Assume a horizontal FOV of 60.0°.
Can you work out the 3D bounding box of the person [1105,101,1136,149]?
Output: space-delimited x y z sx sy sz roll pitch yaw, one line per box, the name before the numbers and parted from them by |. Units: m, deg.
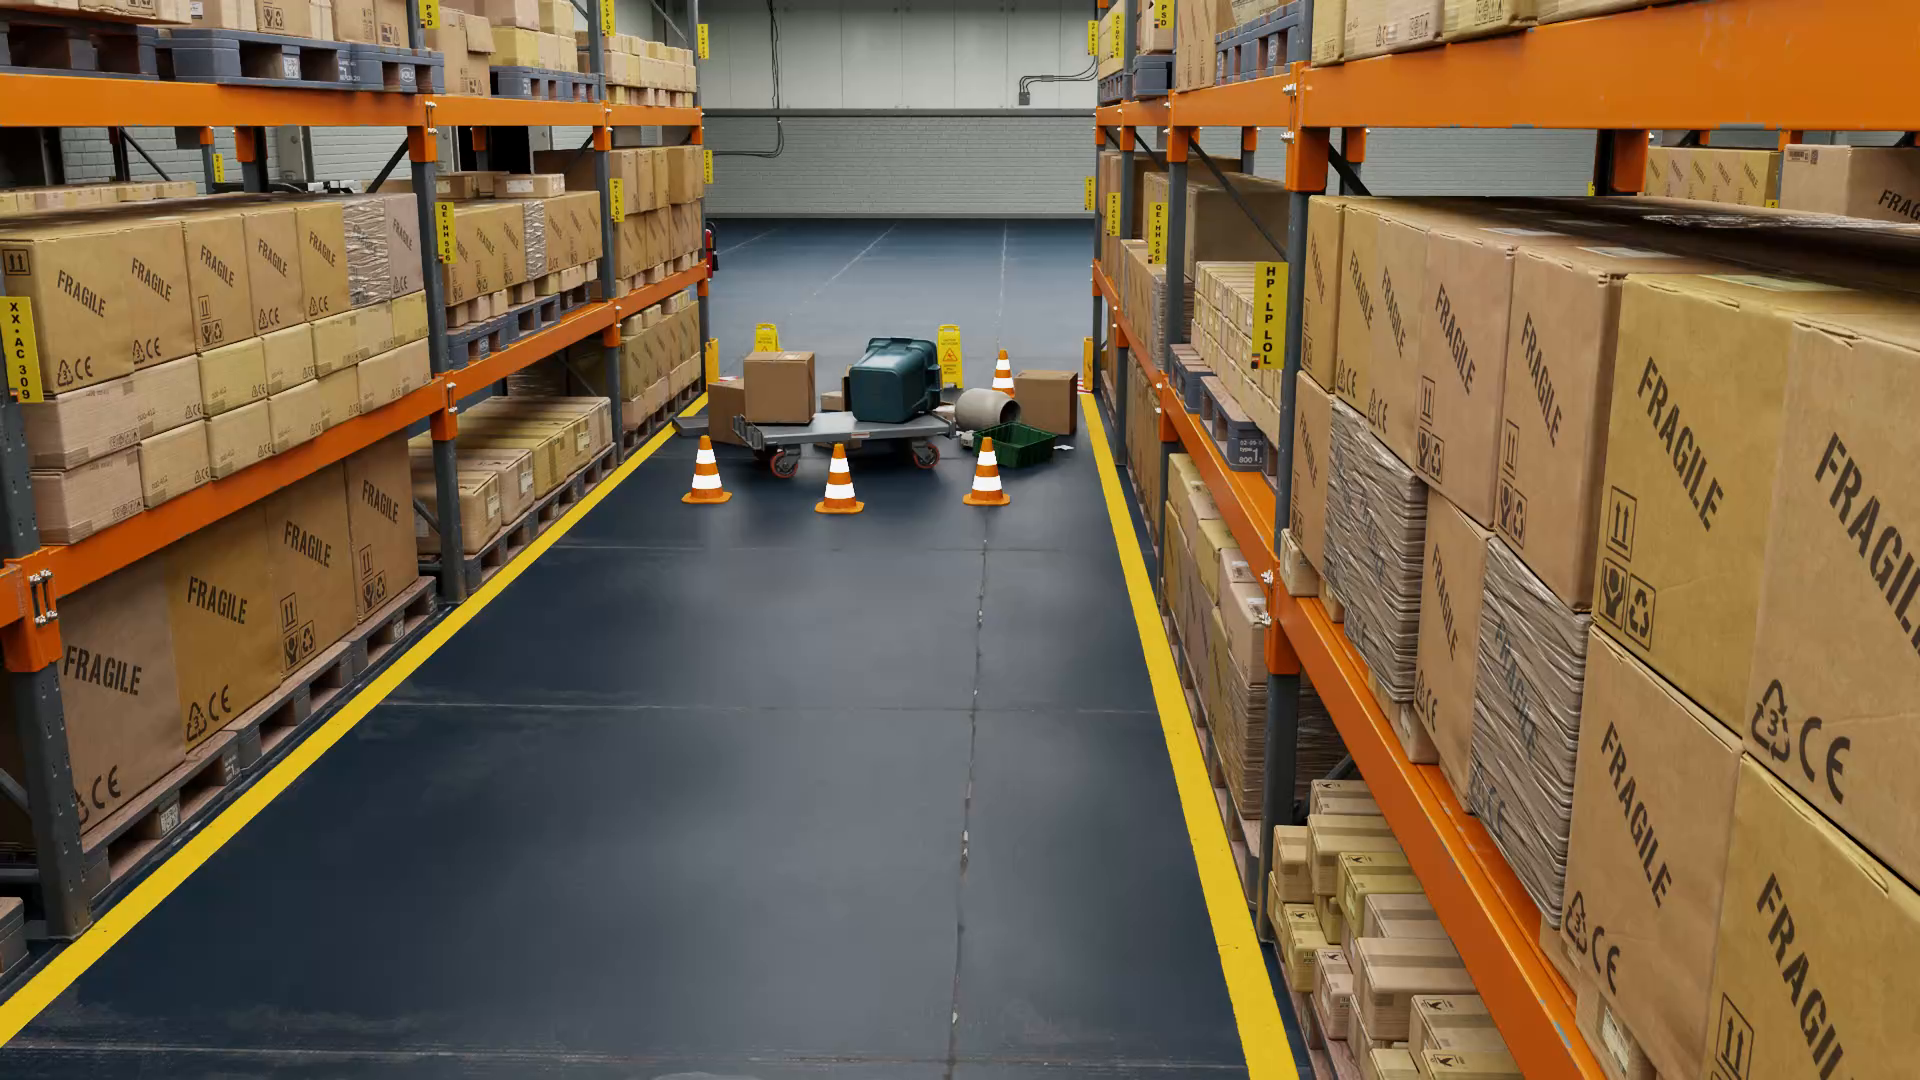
person | -1.124 -0.922 6.257 13.080 2.337 18.705 -5 15 -20
